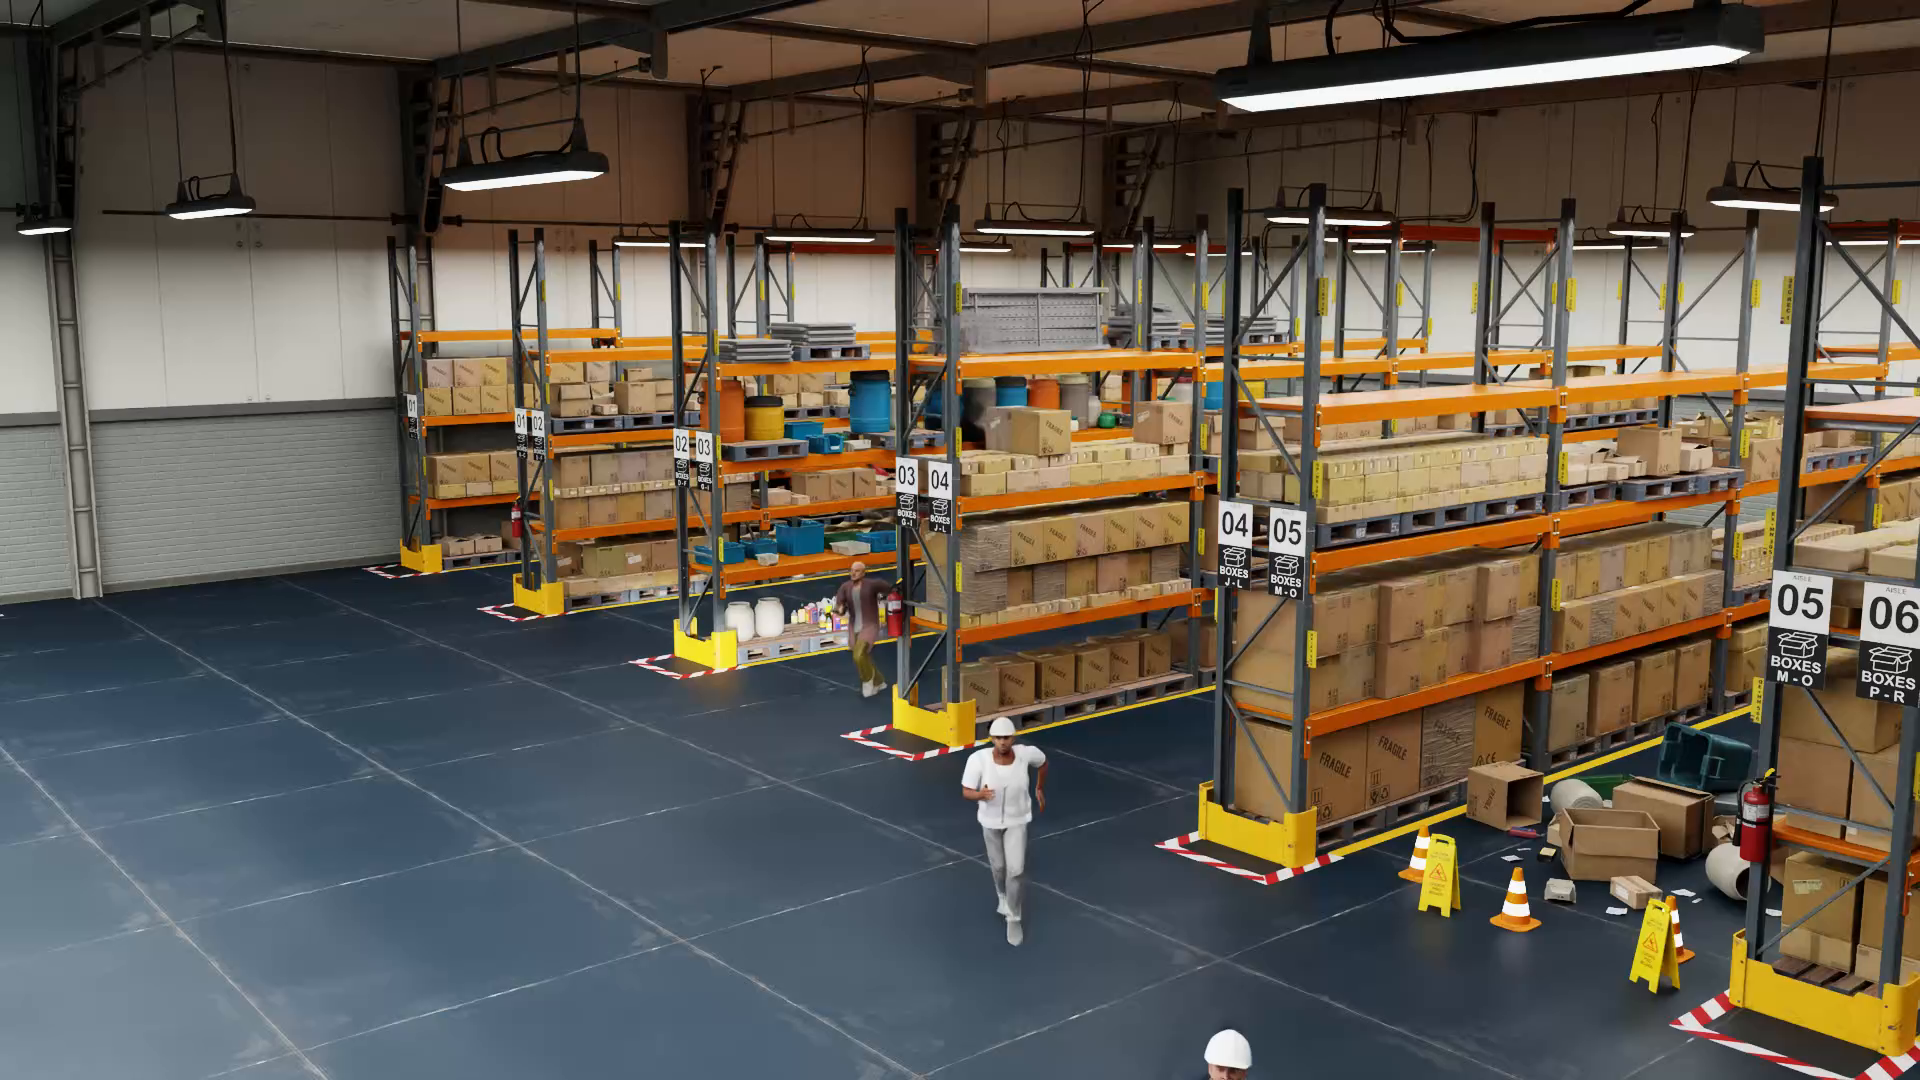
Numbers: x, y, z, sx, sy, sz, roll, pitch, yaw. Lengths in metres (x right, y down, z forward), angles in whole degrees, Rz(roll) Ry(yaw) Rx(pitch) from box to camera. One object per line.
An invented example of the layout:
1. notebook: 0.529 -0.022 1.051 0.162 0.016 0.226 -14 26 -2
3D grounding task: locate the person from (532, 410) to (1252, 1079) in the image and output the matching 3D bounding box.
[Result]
1. person: -2.616 1.019 16.792 12.130 3.203 17.110 2 9 12

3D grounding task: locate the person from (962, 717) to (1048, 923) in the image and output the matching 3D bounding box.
1. person: 0.357 2.189 13.259 0.661 1.639 0.822 1 9 7

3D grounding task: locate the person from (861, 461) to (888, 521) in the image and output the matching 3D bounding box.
1. person: -1.839 -0.893 34.119 0.674 1.692 0.614 7 11 39

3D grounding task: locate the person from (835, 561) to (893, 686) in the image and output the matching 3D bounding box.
1. person: -1.198 1.077 20.687 0.757 1.647 0.821 4 10 27
